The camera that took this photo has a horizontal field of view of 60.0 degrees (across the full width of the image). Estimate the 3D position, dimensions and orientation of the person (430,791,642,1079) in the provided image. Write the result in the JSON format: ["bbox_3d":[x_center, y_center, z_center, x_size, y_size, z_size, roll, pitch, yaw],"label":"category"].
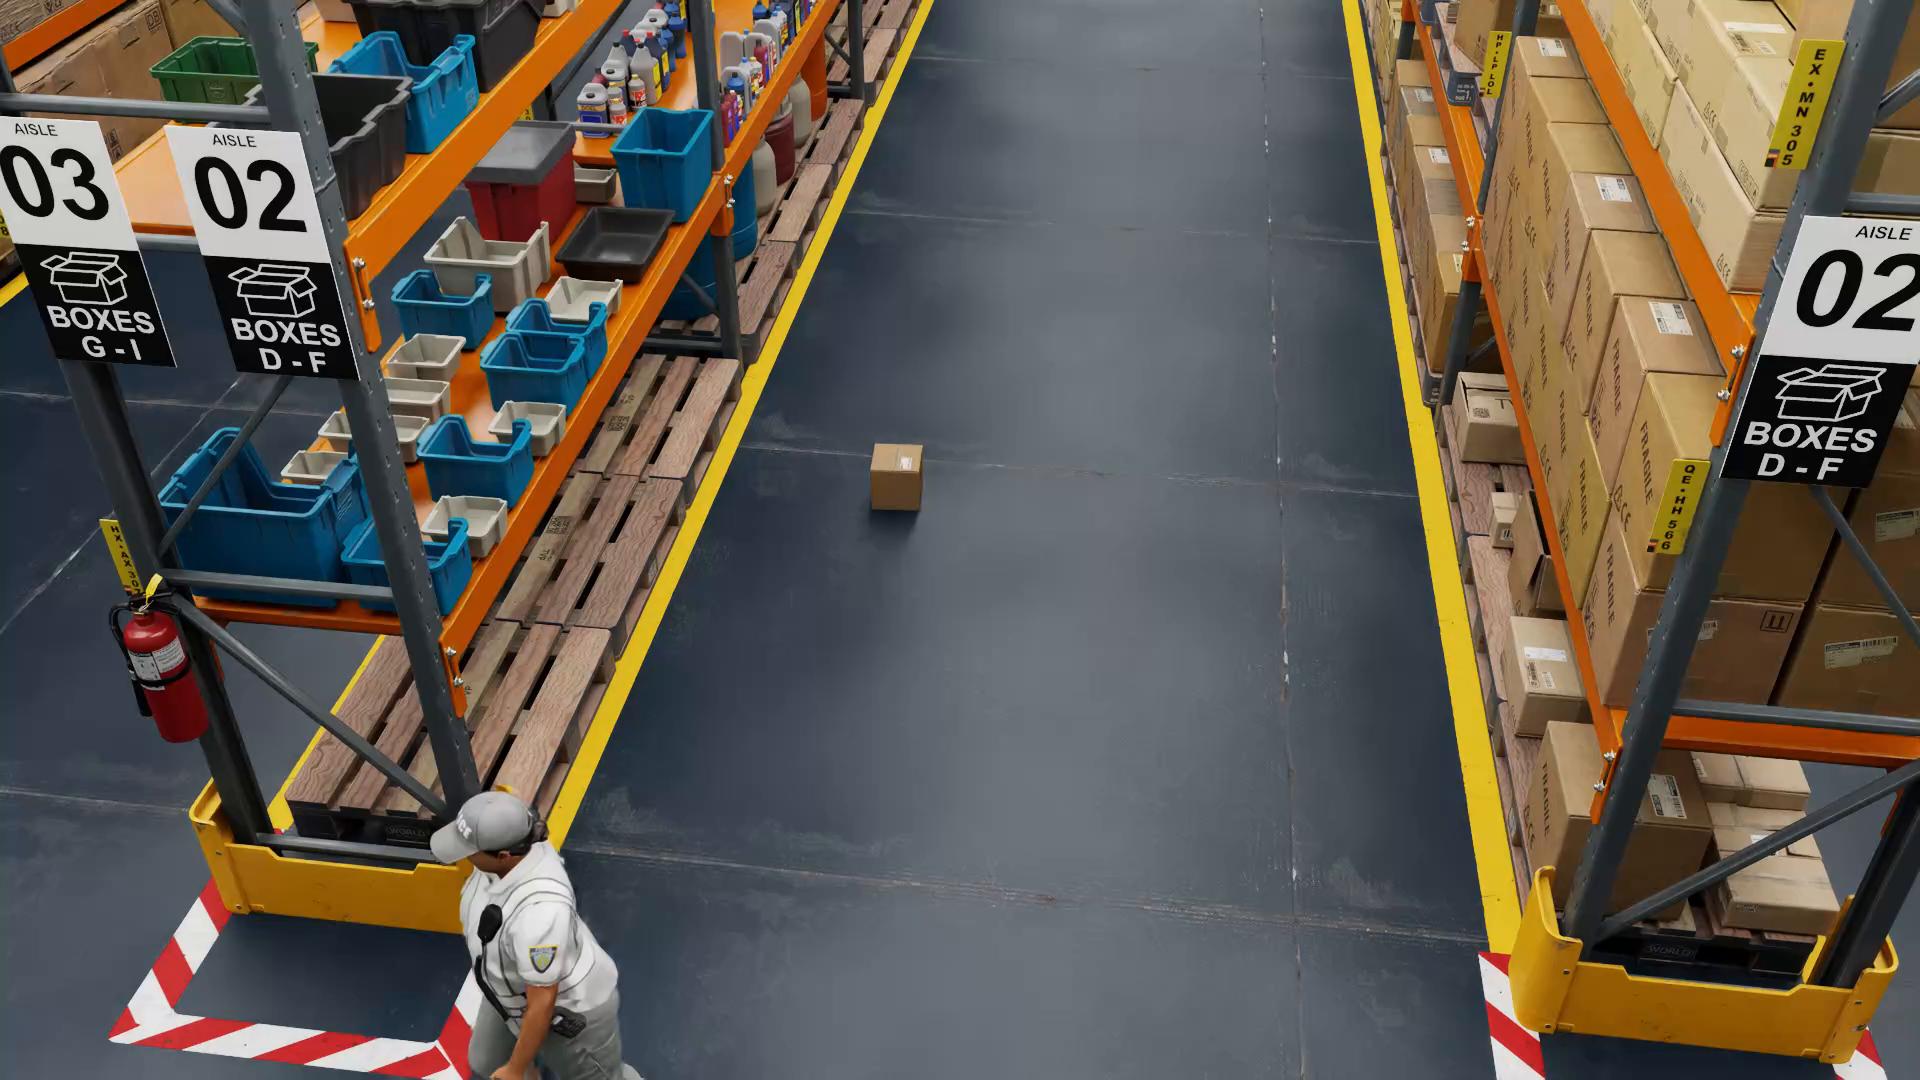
[{"bbox_3d":[-1.282,1.443,5.115,0.562,1.731,0.553,-20,41,-25],"label":"person"}]
